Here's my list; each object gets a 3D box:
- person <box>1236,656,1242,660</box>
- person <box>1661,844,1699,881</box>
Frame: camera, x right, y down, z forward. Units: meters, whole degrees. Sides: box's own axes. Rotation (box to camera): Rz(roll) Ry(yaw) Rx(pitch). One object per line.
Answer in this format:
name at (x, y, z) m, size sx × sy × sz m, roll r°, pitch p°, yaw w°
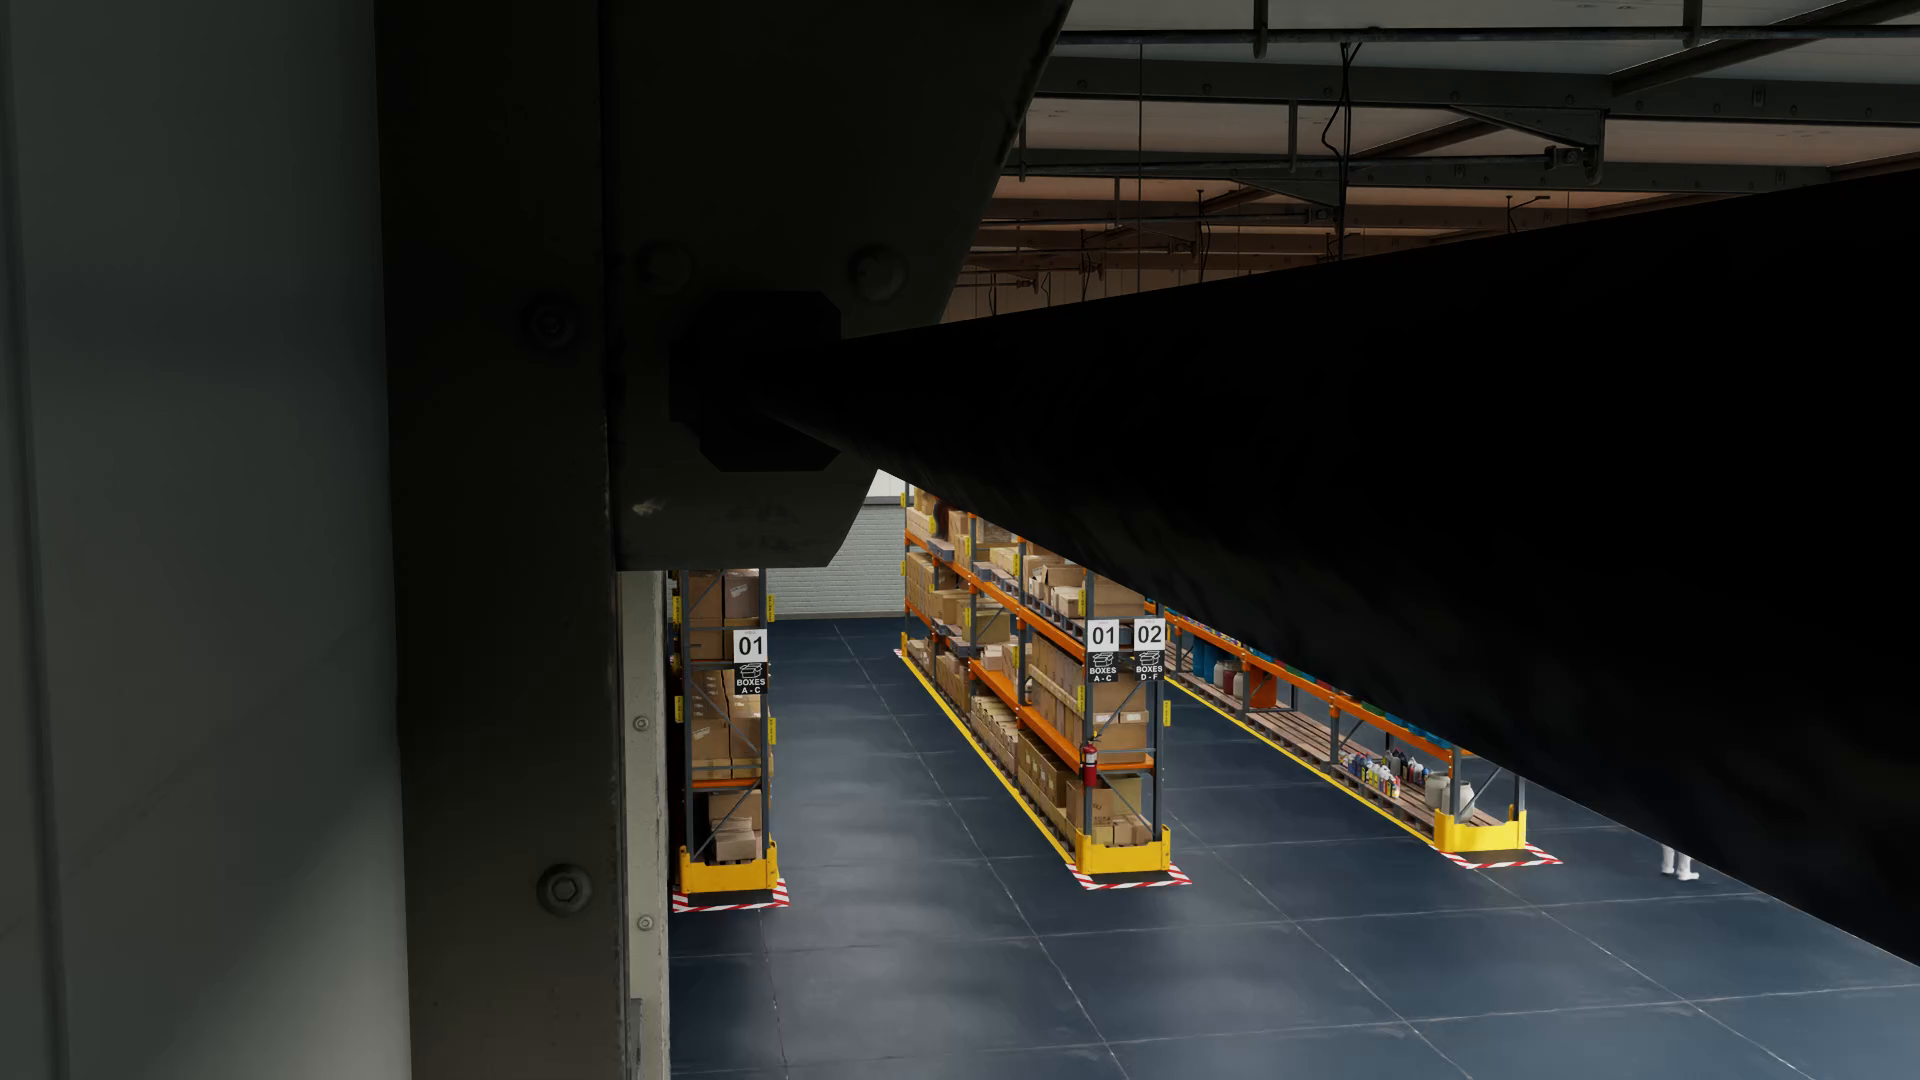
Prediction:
person at (5.771, 1.827, 35.033) m, size 0.563 × 1.818 × 0.414 m, roll 3°, pitch 7°, yaw 26°
person at (9.019, 3.326, 20.661) m, size 0.658 × 1.785 × 0.485 m, roll 5°, pitch 8°, yaw 39°
